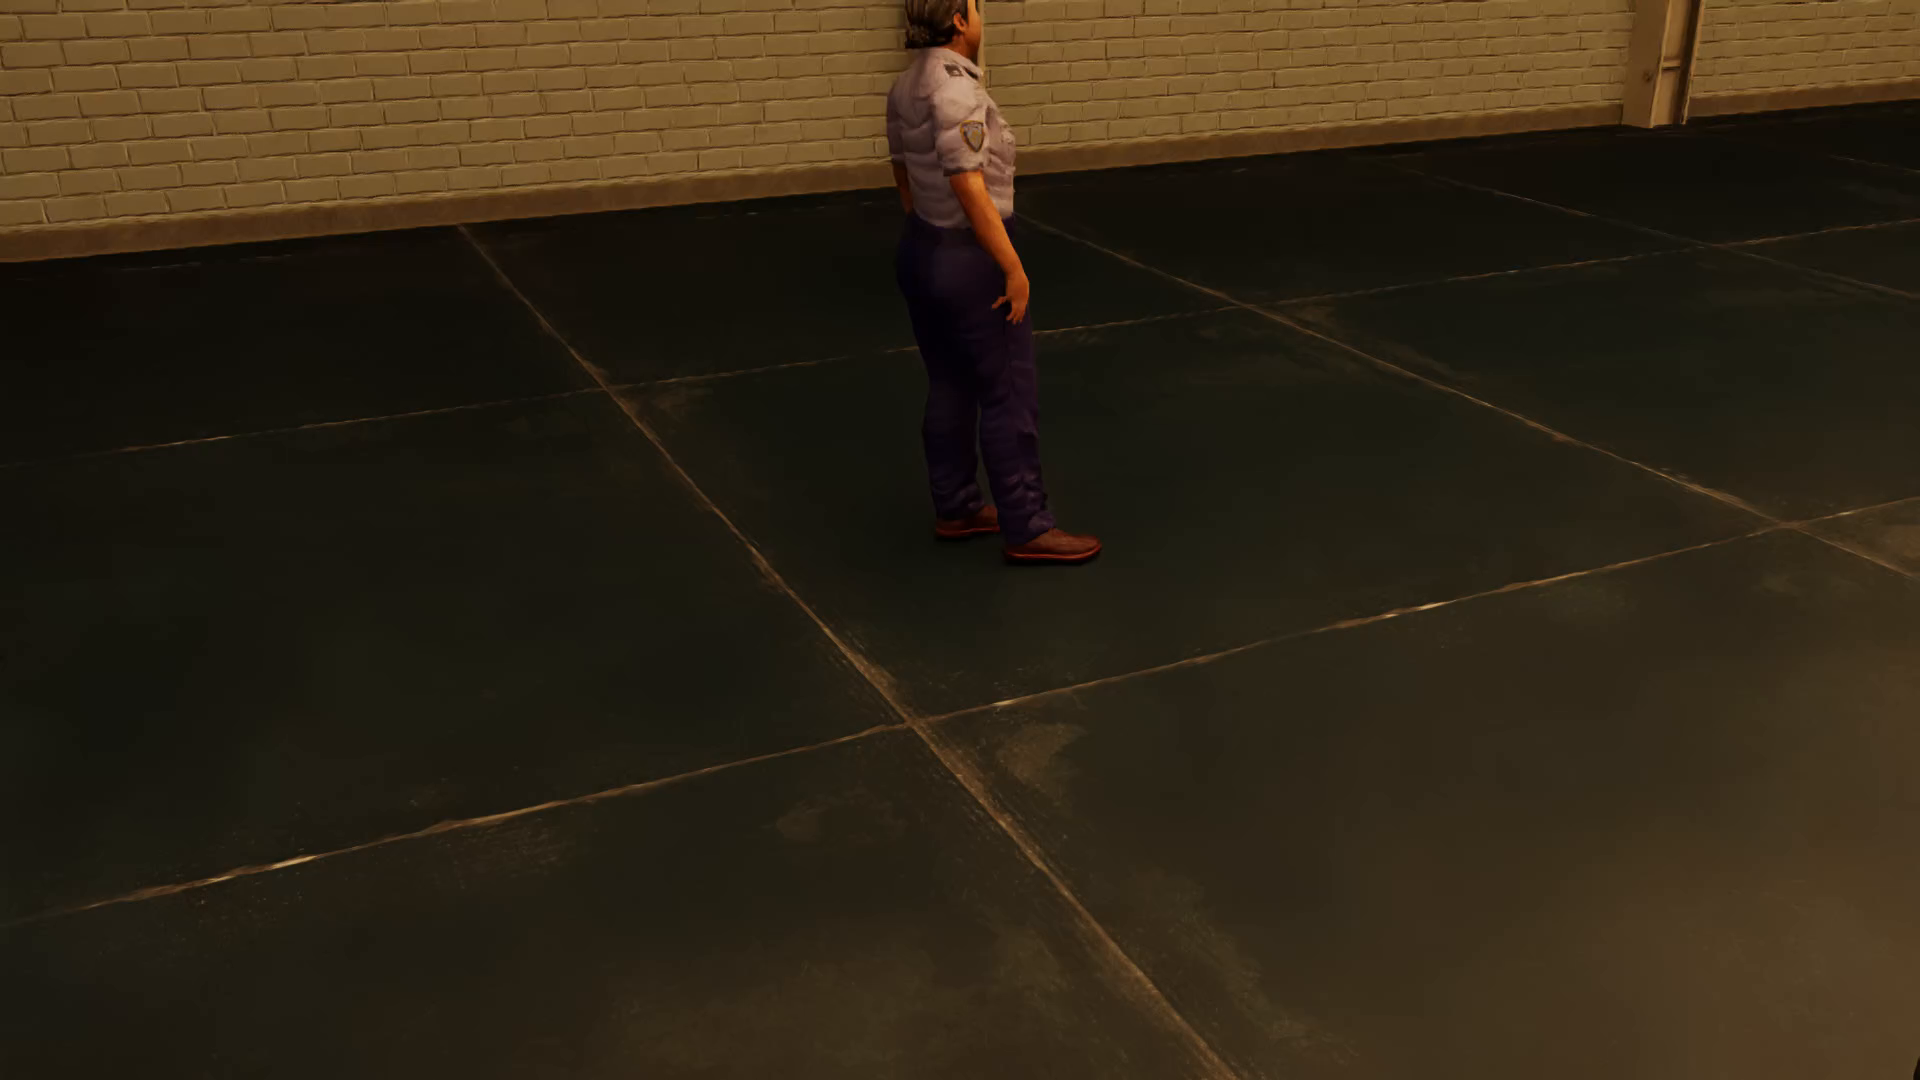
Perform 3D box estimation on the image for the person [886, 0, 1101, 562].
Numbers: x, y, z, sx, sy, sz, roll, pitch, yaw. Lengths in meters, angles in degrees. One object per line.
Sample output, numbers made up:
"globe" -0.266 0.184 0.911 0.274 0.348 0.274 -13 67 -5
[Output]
"person" 0.091 -0.768 4.806 0.502 1.637 0.599 -10 25 -23
